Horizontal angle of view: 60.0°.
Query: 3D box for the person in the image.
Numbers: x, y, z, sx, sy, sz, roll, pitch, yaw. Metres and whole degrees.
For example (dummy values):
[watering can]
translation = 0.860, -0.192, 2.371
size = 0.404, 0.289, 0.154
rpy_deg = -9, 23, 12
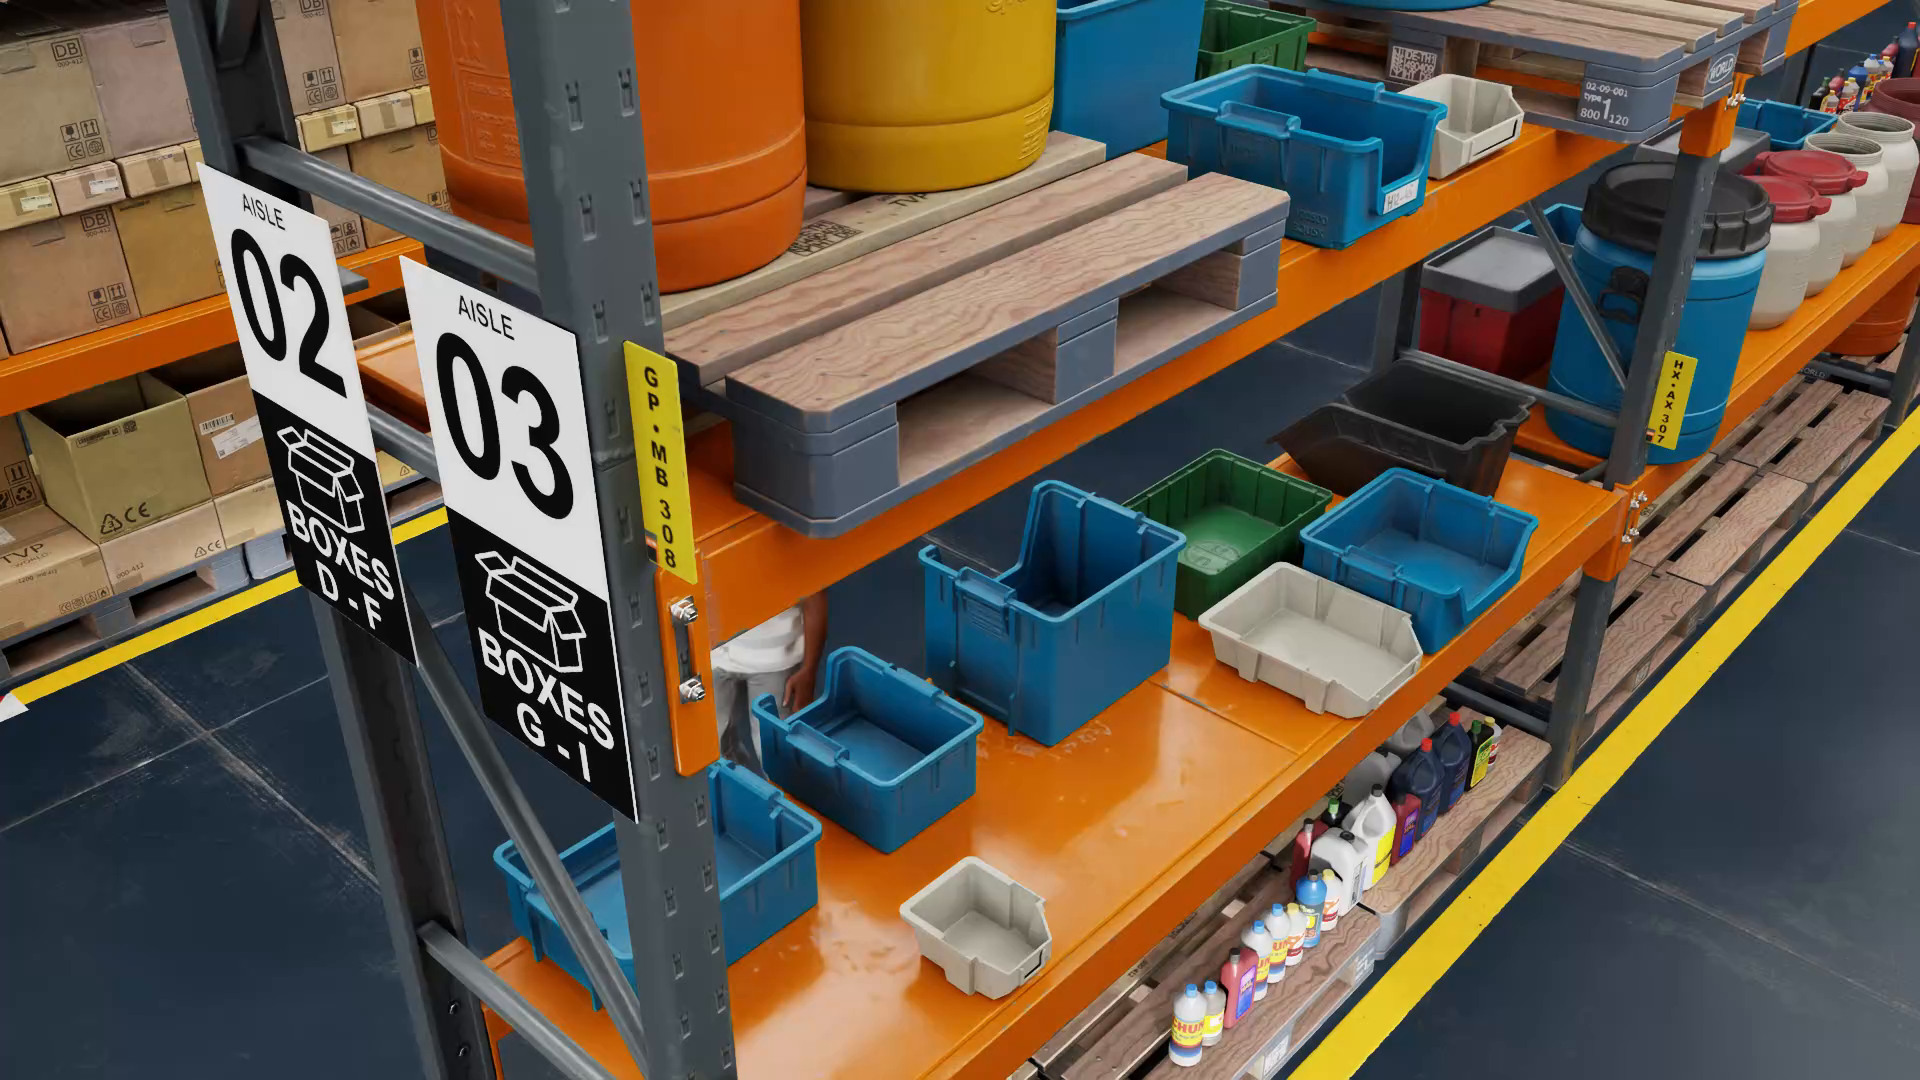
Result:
[person]
translation = -0.692, 0.380, 5.506
size = 0.578, 1.746, 0.396
rpy_deg = 13, 34, 21
